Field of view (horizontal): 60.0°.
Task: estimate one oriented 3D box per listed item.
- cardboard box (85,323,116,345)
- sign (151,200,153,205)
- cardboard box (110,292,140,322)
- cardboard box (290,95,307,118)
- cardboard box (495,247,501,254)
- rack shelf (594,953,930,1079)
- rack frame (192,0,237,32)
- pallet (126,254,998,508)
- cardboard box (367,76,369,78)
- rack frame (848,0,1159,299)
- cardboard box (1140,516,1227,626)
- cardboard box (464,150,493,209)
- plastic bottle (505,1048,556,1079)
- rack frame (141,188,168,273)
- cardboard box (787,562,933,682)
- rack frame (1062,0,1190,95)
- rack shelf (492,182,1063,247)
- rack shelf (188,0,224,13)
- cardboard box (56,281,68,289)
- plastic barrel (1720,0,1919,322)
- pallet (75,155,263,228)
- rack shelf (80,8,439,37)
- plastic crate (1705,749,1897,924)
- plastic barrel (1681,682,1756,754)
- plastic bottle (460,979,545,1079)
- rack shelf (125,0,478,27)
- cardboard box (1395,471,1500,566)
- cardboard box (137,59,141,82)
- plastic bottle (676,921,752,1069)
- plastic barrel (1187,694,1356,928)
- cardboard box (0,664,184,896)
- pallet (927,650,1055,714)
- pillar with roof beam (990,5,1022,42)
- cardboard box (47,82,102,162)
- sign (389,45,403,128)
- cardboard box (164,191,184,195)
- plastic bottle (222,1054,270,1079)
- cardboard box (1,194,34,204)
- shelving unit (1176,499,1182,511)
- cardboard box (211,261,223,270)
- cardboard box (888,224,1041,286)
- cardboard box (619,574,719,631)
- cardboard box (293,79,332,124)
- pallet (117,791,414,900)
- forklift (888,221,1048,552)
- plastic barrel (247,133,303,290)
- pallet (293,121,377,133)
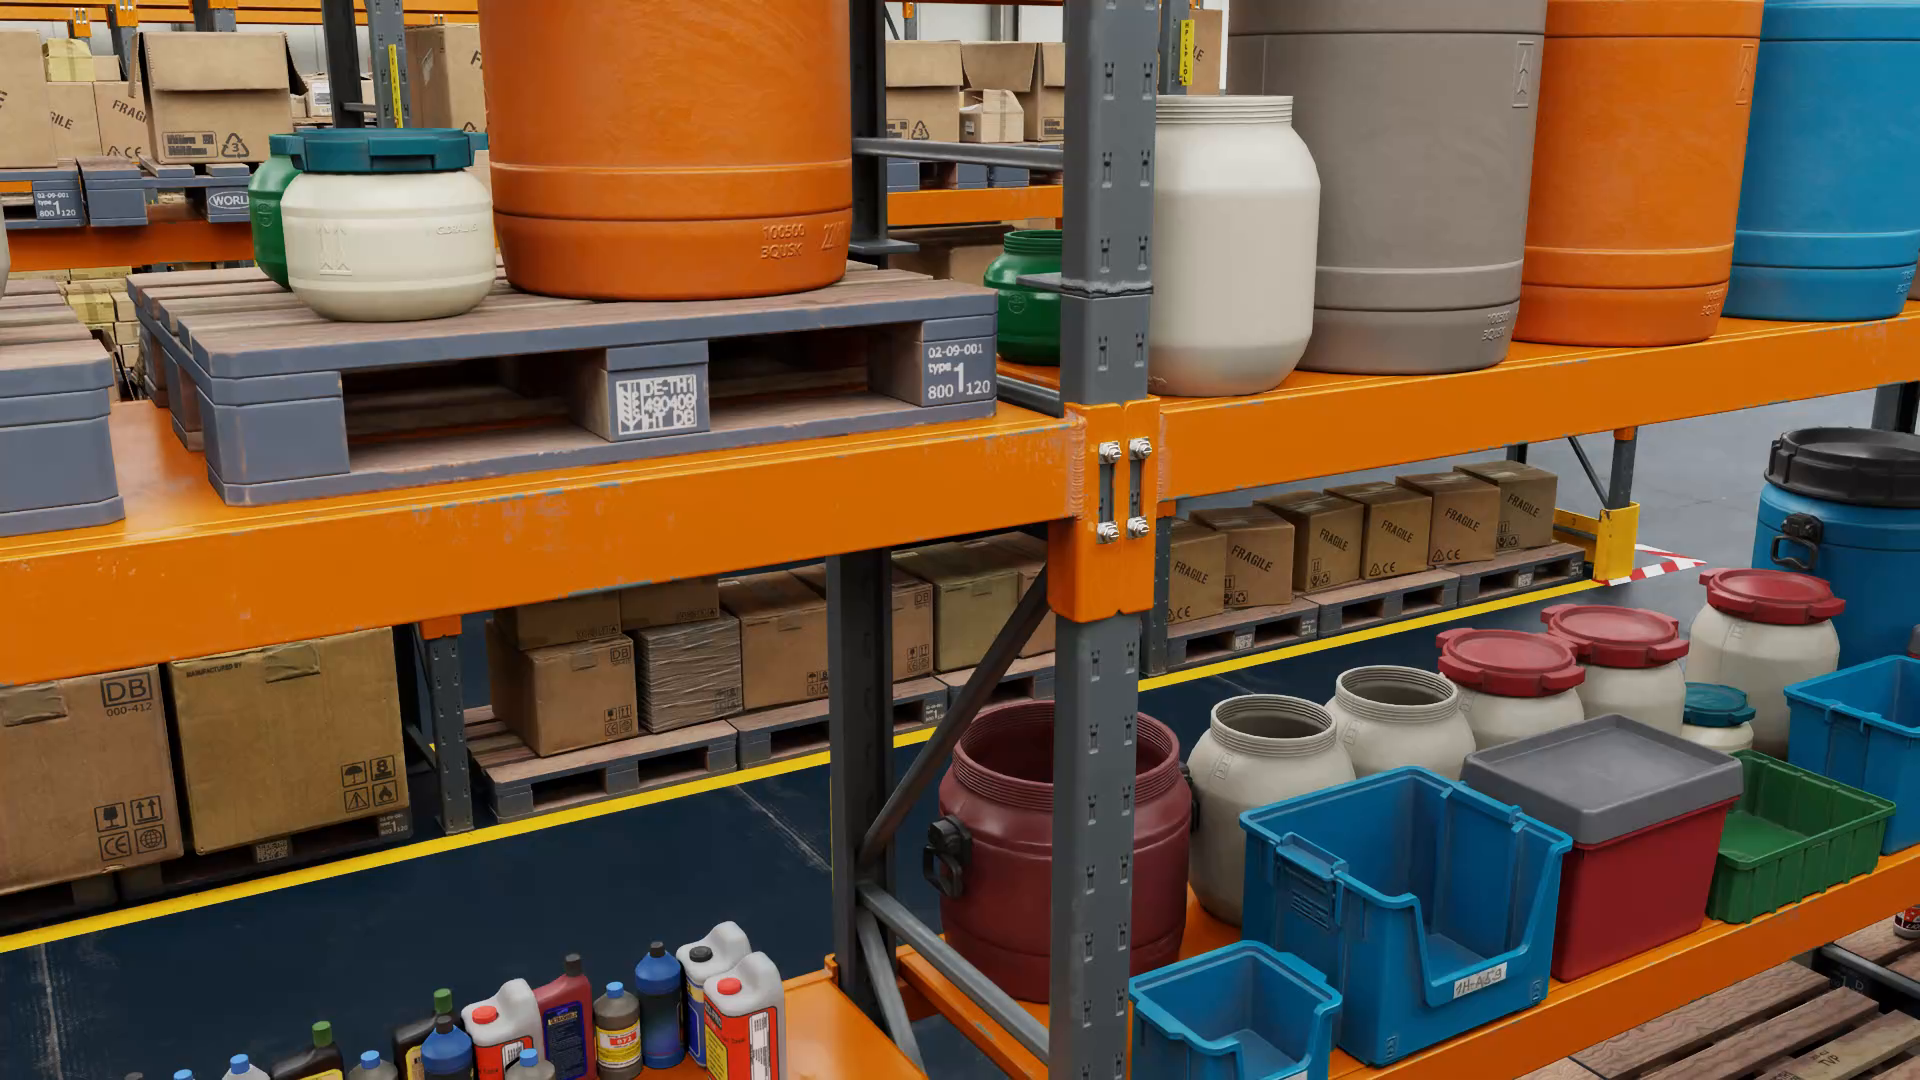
[{"bbox_3d":[-5.652,-1.352,10.812,0.250,0.149,0.380,-9,18,-28],"label":"cardboard box"},{"bbox_3d":[-7.358,-2.937,15.185,0.005,0.325,0.100,-9,18,-30],"label":"sign"},{"bbox_3d":[-5.411,-1.535,10.915,0.250,0.149,0.380,-9,18,-30],"label":"cardboard box"},{"bbox_3d":[-4.642,-2.959,11.355,0.250,0.149,0.380,-10,19,-32],"label":"cardboard box"},{"bbox_3d":[-3.749,-2.108,12.336,0.500,0.500,0.700,-10,18,-31],"label":"cardboard box"},{"bbox_3d":[-1.707,1.556,2.636,4.000,0.370,1.077,-9,18,-30],"label":"rack shelf"},{"bbox_3d":[-5.011,-4.265,10.953,0.127,3.000,1.000,-9,18,-30],"label":"rack frame"},{"bbox_3d":[-0.698,-0.338,2.852,1.213,0.211,1.003,-9,18,-30],"label":"pallet"},{"bbox_3d":[-7.272,-5.706,20.853,0.500,0.311,0.500,-10,18,-31],"label":"cardboard box"},{"bbox_3d":[0.008,-1.957,2.721,0.127,3.000,1.000,-9,18,-30],"label":"rack frame"},{"bbox_3d":[1.249,0.184,10.048,0.500,0.500,0.500,-10,18,-31],"label":"cardboard box"},{"bbox_3d":[-2.009,-1.593,7.257,0.500,0.250,0.500,-9,18,-29],"label":"cardboard box"},{"bbox_3d":[-0.846,1.103,3.286,0.097,0.201,0.097,0,16,0],"label":"plastic bottle"},{"bbox_3d":[-7.647,-2.508,15.798,0.127,3.000,1.000,-9,18,-30],"label":"rack frame"},{"bbox_3d":[-0.550,0.441,9.094,0.500,0.500,0.700,-11,19,-34],"label":"cardboard box"},{"bbox_3d":[0.886,-3.659,8.792,0.127,3.000,1.000,-9,18,-30],"label":"rack frame"},{"bbox_3d":[-0.829,-1.591,8.302,4.000,0.370,1.077,-9,18,-30],"label":"rack shelf"},{"bbox_3d":[-6.725,-3.448,10.112,4.000,0.370,1.077,-9,18,-30],"label":"rack shelf"},{"bbox_3d":[-8.376,-2.230,15.087,0.500,0.250,0.500,-9,18,-29],"label":"cardboard box"},{"bbox_3d":[1.991,-1.008,3.961,0.708,0.901,0.600,-9,18,-30],"label":"plastic barrel"},{"bbox_3d":[-3.068,-1.466,6.876,1.003,0.211,1.213,-8,18,-27],"label":"pallet"},{"bbox_3d":[-8.492,-6.283,20.226,4.000,0.370,1.077,-9,18,-30],"label":"rack shelf"},{"bbox_3d":[2.089,0.785,4.446,0.662,0.188,0.450,-9,18,-30],"label":"plastic crate"},{"bbox_3d":[2.223,0.590,5.003,0.301,0.262,0.301,0,16,0],"label":"plastic barrel"},{"bbox_3d":[-0.926,1.041,3.370,0.135,0.276,0.152,-9,18,-30],"label":"plastic bottle"},{"bbox_3d":[-5.932,-5.135,16.131,4.000,0.370,1.077,-9,18,-30],"label":"rack shelf"},{"bbox_3d":[3.276,-0.151,11.246,0.500,0.500,0.500,-4,16,-15],"label":"cardboard box"},{"bbox_3d":[-5.224,-3.121,10.826,0.258,0.266,0.396,-9,18,-30],"label":"cardboard box"},{"bbox_3d":[-0.530,0.976,3.599,0.135,0.276,0.152,-9,18,-30],"label":"plastic bottle"},{"bbox_3d":[0.780,0.685,4.202,0.421,0.512,0.421,0,16,0],"label":"plastic barrel"},{"bbox_3d":[-3.913,0.819,7.088,0.875,0.875,1.225,-9,18,-30],"label":"cardboard box"},{"bbox_3d":[0.219,0.681,9.591,1.213,0.211,1.003,-9,18,-30],"label":"pallet"},{"bbox_3d":[2.950,-7.606,22.871,0.400,9.000,9.100,-9,18,-30],"label":"pillar with roof beam"},{"bbox_3d":[-5.791,-2.658,10.592,0.500,0.500,0.500,-9,18,-30],"label":"cardboard box"},{"bbox_3d":[-2.264,-1.817,6.671,0.005,0.325,0.100,-9,18,-30],"label":"sign"},{"bbox_3d":[-9.611,-4.192,20.420,0.250,0.149,0.380,-9,18,-30],"label":"cardboard box"},{"bbox_3d":[-1.352,1.103,3.155,0.097,0.271,0.097,0,16,0],"label":"plastic bottle"},{"bbox_3d":[-8.391,-2.831,14.916,0.500,0.500,0.500,-9,18,-29],"label":"cardboard box"},{"bbox_3d":[1.191,-0.939,12.980,1.048,1.500,0.538,-10,19,-32],"label":"shelving unit"},{"bbox_3d":[-7.013,-2.622,15.895,0.250,0.149,0.380,-11,19,-33],"label":"cardboard box"},{"bbox_3d":[0.133,-1.184,9.186,1.000,1.000,1.000,-9,18,-29],"label":"cardboard box"},{"bbox_3d":[-1.535,0.240,8.424,0.500,0.250,0.500,-7,17,-23],"label":"cardboard box"},{"bbox_3d":[-6.354,-4.220,16.159,0.637,0.503,0.797,-9,18,-30],"label":"cardboard box"},{"bbox_3d":[-3.258,1.220,7.666,1.213,0.211,1.003,-9,18,-30],"label":"pallet"},{"bbox_3d":[-0.521,-1.318,11.682,3.031,2.935,1.130,-10,19,-32],"label":"forklift"},{"bbox_3d":[-1.019,-0.546,2.754,0.294,0.245,0.294,0,16,0],"label":"plastic barrel"},{"bbox_3d":[-4.486,-2.831,11.746,1.003,0.211,1.213,-8,18,-27],"label":"pallet"}]
